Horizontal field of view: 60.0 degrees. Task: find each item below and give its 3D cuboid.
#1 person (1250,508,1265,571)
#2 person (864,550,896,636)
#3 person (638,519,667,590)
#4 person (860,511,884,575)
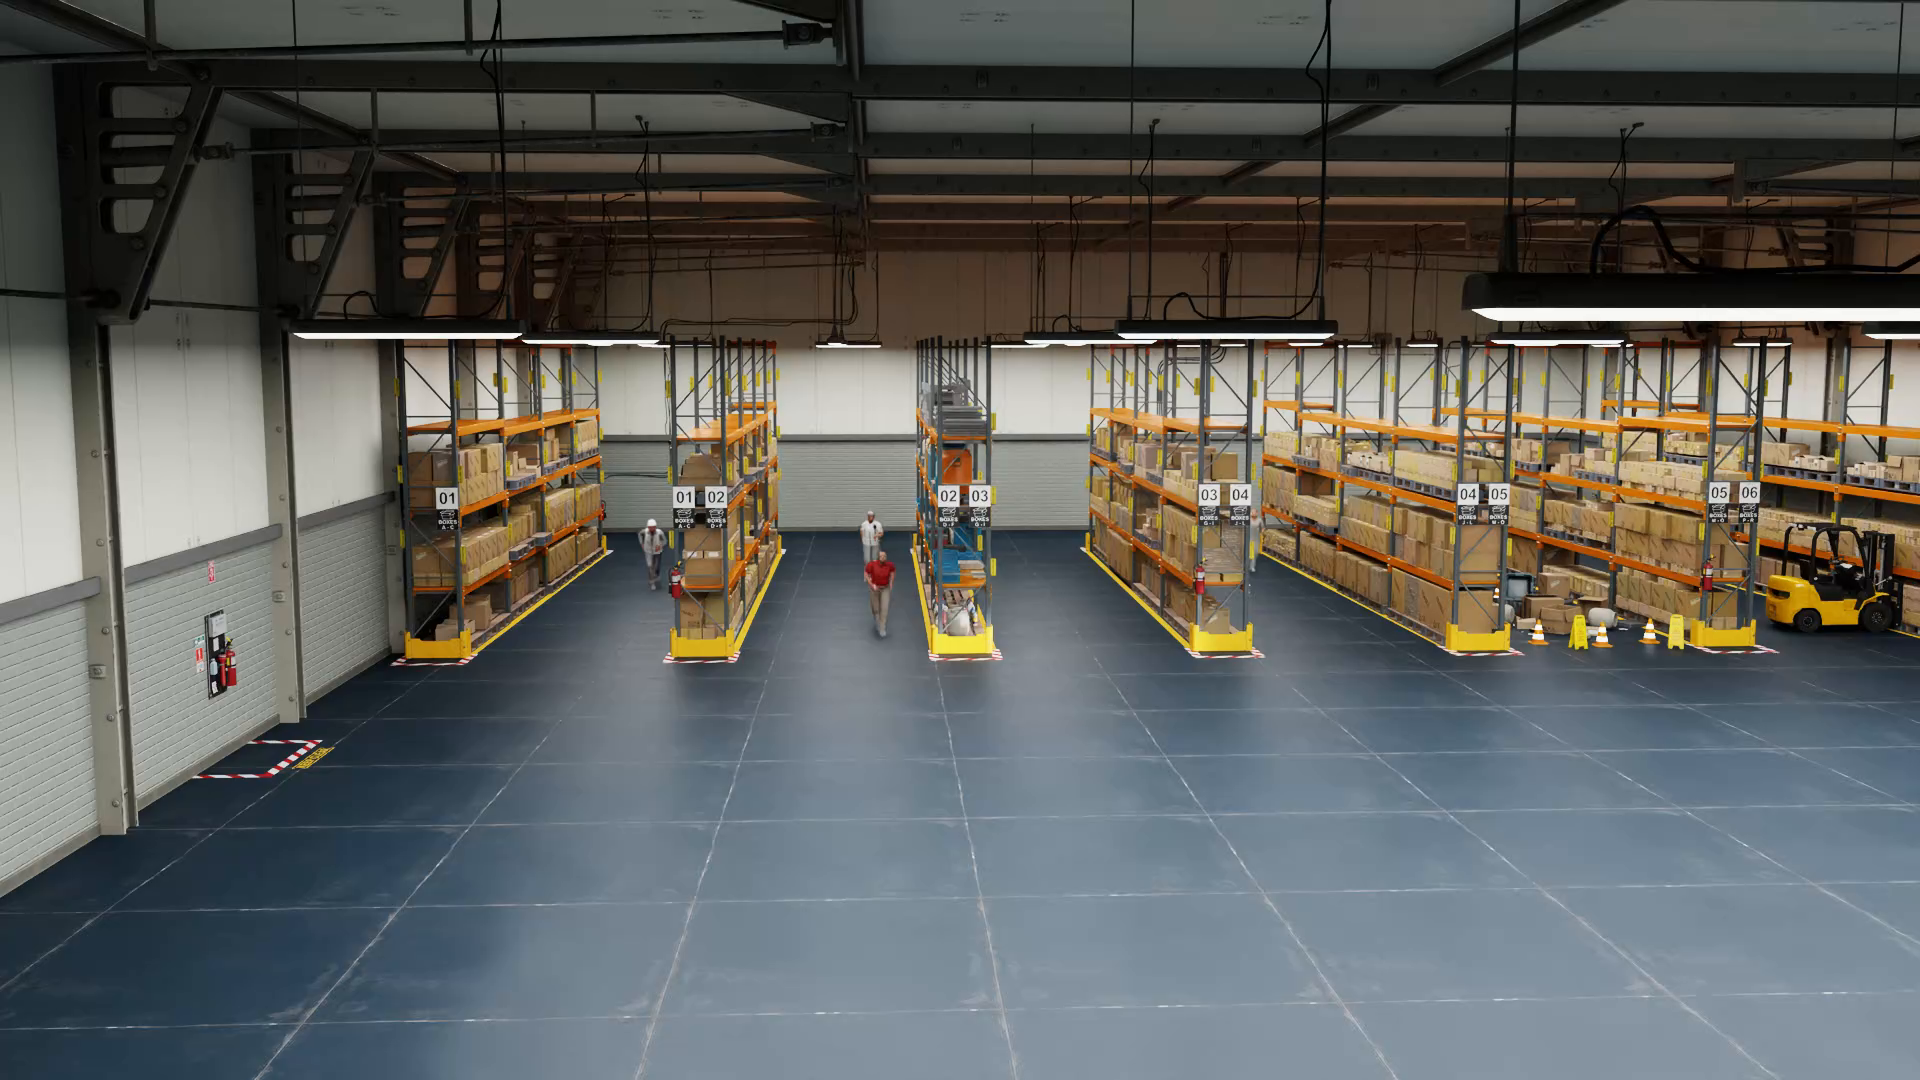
[{"bbox_3d":[7.689,-0.012,43.456,0.560,1.639,0.603,0,6,0],"label":"person"},{"bbox_3d":[-1.633,1.050,33.935,0.662,1.729,1.076,-1,7,-7],"label":"person"},{"bbox_3d":[-7.430,0.325,40.335,0.696,1.731,1.049,0,6,-2],"label":"person"},{"bbox_3d":[-2.099,0.097,39.381,0.581,1.568,0.620,0,6,2],"label":"person"}]
